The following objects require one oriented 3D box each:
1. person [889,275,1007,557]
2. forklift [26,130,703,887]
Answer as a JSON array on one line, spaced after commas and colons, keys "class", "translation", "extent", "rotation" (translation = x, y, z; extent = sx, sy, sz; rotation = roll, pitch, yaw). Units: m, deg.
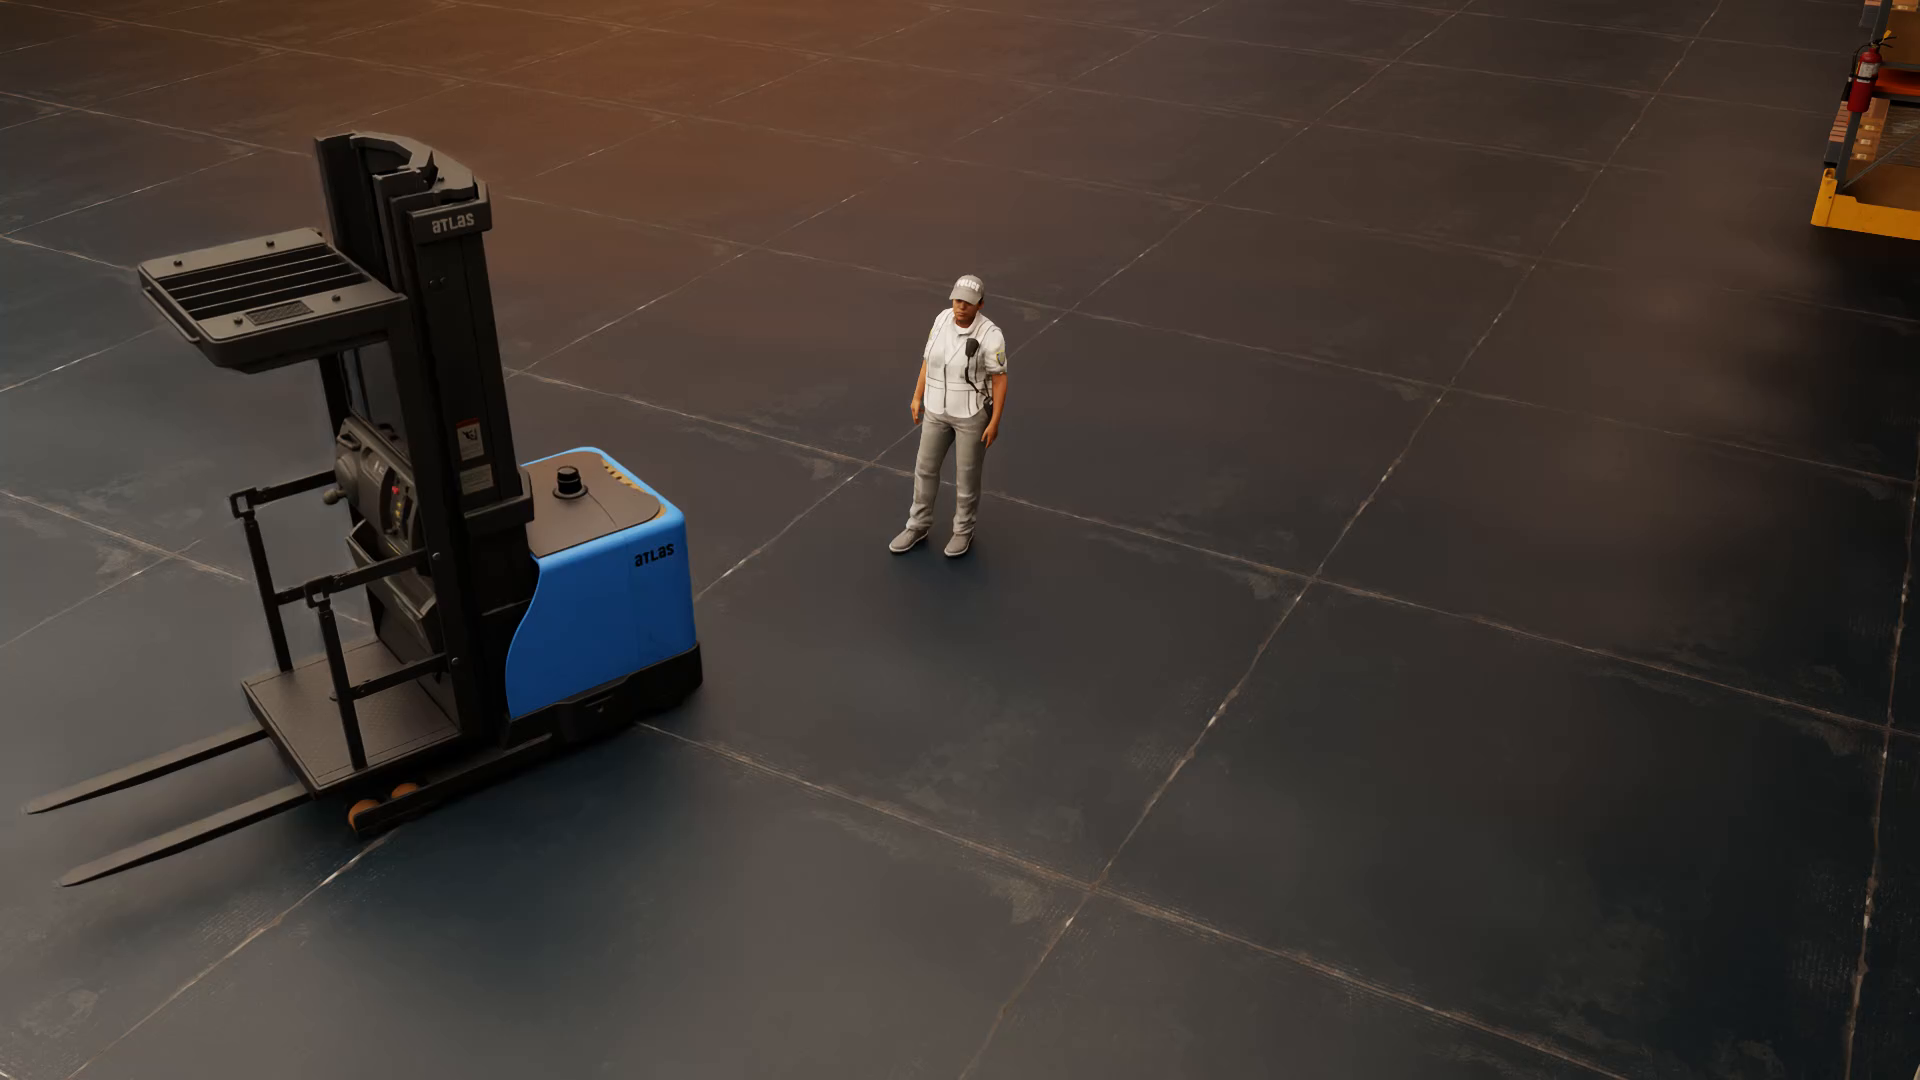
[{"class": "person", "translation": [-0.057, -0.700, 9.534], "extent": [0.598, 1.670, 0.529], "rotation": [15, 33, 25]}, {"class": "forklift", "translation": [-2.803, -0.209, 7.433], "extent": [3.031, 2.935, 1.130], "rotation": [-21, 36, -32]}]
